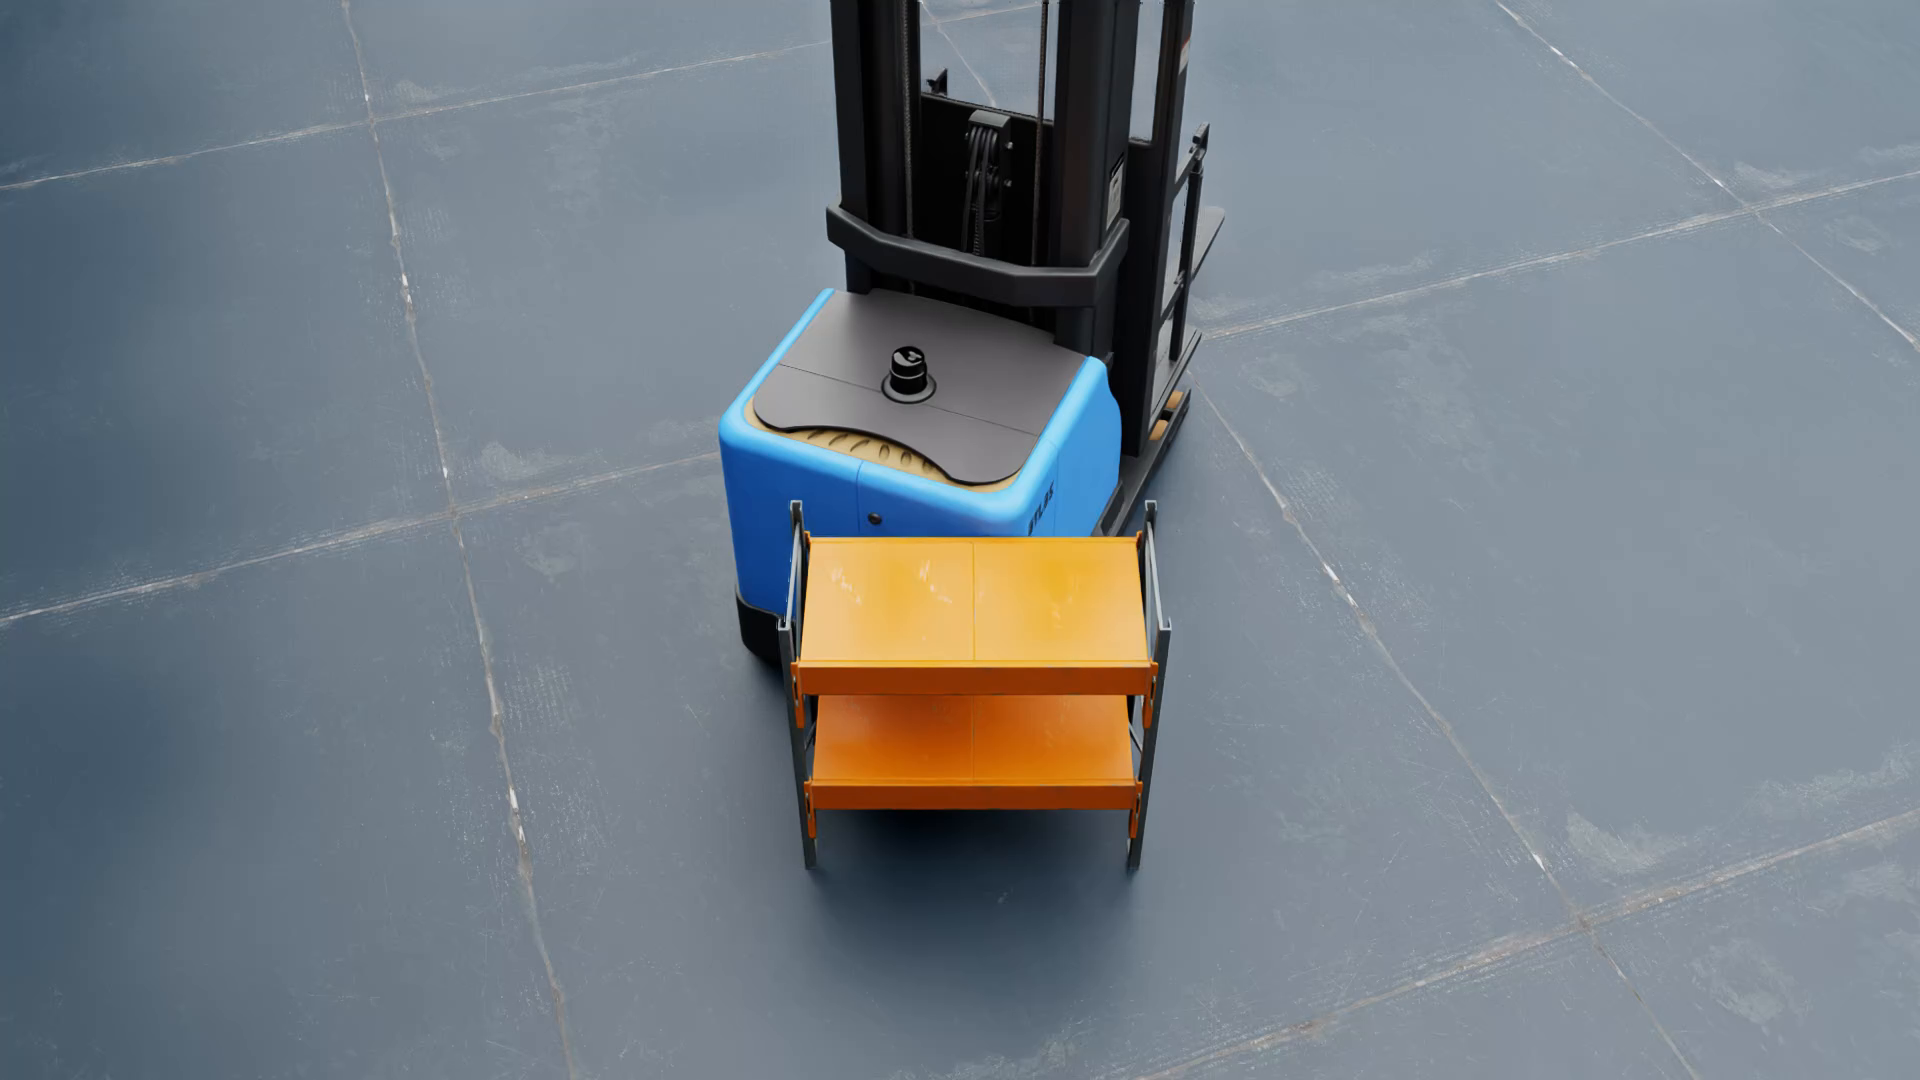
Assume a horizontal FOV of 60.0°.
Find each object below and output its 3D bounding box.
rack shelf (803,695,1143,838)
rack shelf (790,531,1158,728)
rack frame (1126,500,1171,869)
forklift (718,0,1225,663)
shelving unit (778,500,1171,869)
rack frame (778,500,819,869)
[{"bbox_3d":[0.039,0.633,5.171,1.000,0.278,0.538,0,45,0],"label":"rack shelf"},{"bbox_3d":[0.039,0.253,4.790,1.000,0.278,0.538,0,45,0],"label":"rack shelf"},{"bbox_3d":[0.547,0.460,4.997,0.032,1.125,0.500,0,45,0],"label":"rack frame"},{"bbox_3d":[0.277,-1.458,5.634,1.130,2.935,3.031,17,47,16],"label":"forklift"},{"bbox_3d":[0.039,0.460,4.997,1.048,1.125,0.538,0,45,0],"label":"shelving unit"},{"bbox_3d":[-0.470,0.460,4.997,0.032,1.125,0.500,0,45,0],"label":"rack frame"}]
